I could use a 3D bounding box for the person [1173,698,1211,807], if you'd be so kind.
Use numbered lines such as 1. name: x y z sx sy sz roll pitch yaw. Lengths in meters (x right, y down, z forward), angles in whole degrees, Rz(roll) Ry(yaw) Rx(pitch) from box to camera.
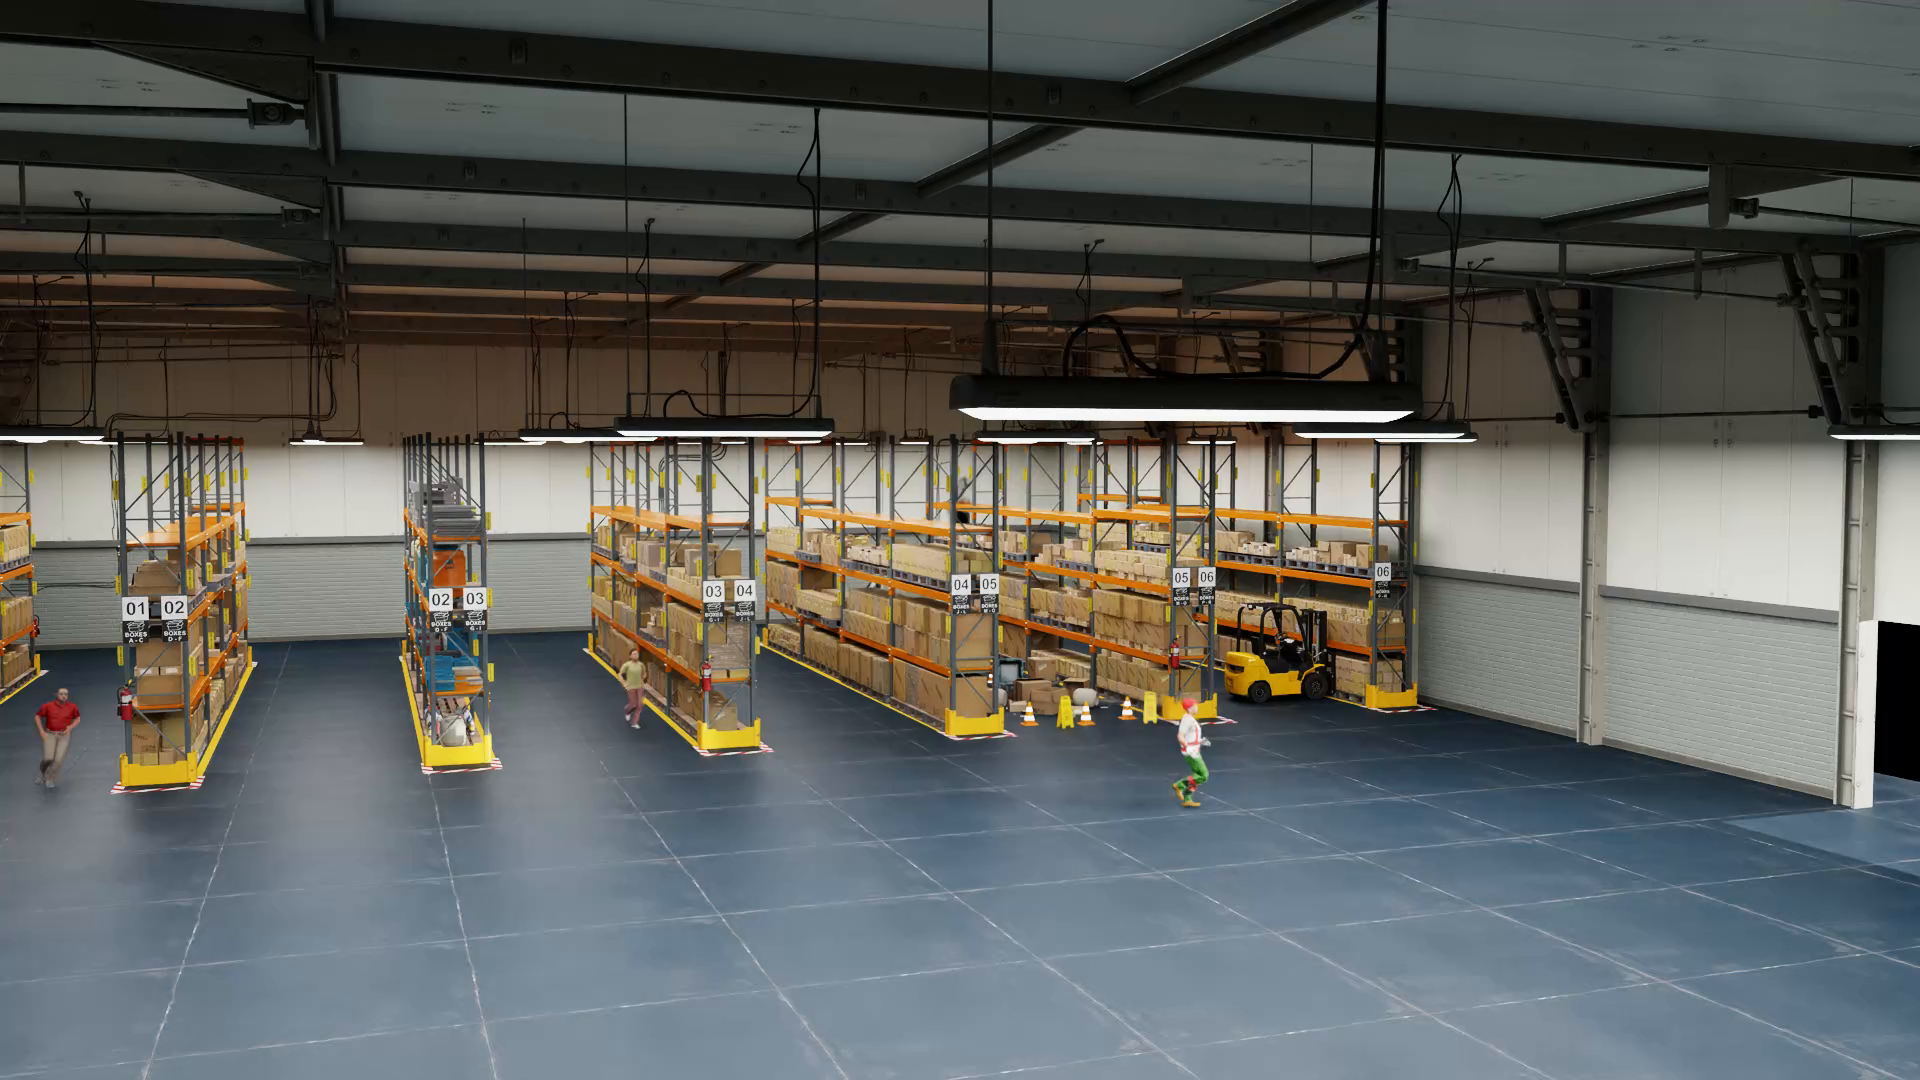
1. person: 3.694 3.382 26.480 0.595 1.735 0.666 1 3 10

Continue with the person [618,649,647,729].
1. person: -6.664 3.026 33.977 0.596 1.624 0.597 -2 4 -33

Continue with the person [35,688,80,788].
1. person: -15.265 3.339 28.164 0.682 1.673 0.569 -2 4 -38

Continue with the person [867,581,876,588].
1. person: -2.714 1.867 50.648 0.664 1.733 0.694 -1 3 -18

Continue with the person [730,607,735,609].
1. person: -6.740 2.255 47.367 0.865 1.675 0.630 0 3 -6
